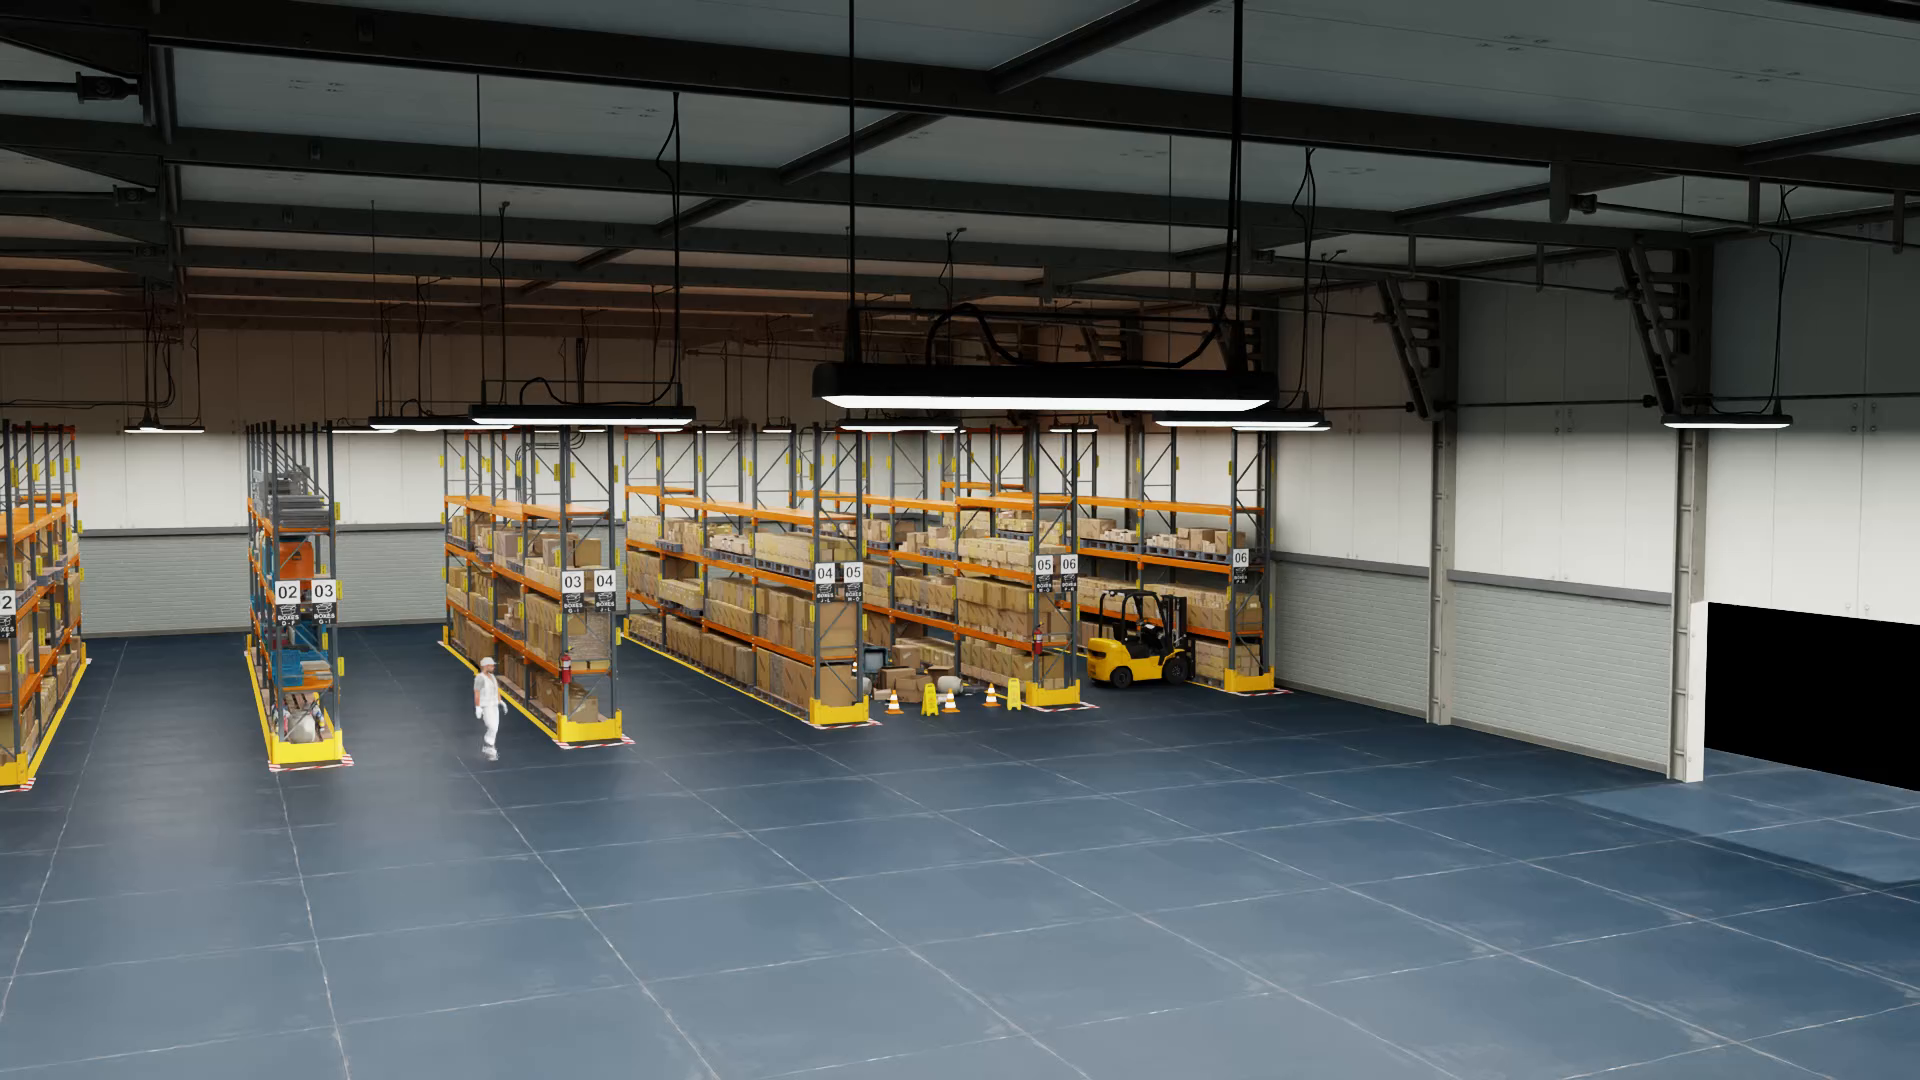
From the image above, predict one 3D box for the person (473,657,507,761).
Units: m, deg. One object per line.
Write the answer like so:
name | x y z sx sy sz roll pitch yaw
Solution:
person | -8.326 3.011 29.511 0.466 1.858 0.581 1 4 19
